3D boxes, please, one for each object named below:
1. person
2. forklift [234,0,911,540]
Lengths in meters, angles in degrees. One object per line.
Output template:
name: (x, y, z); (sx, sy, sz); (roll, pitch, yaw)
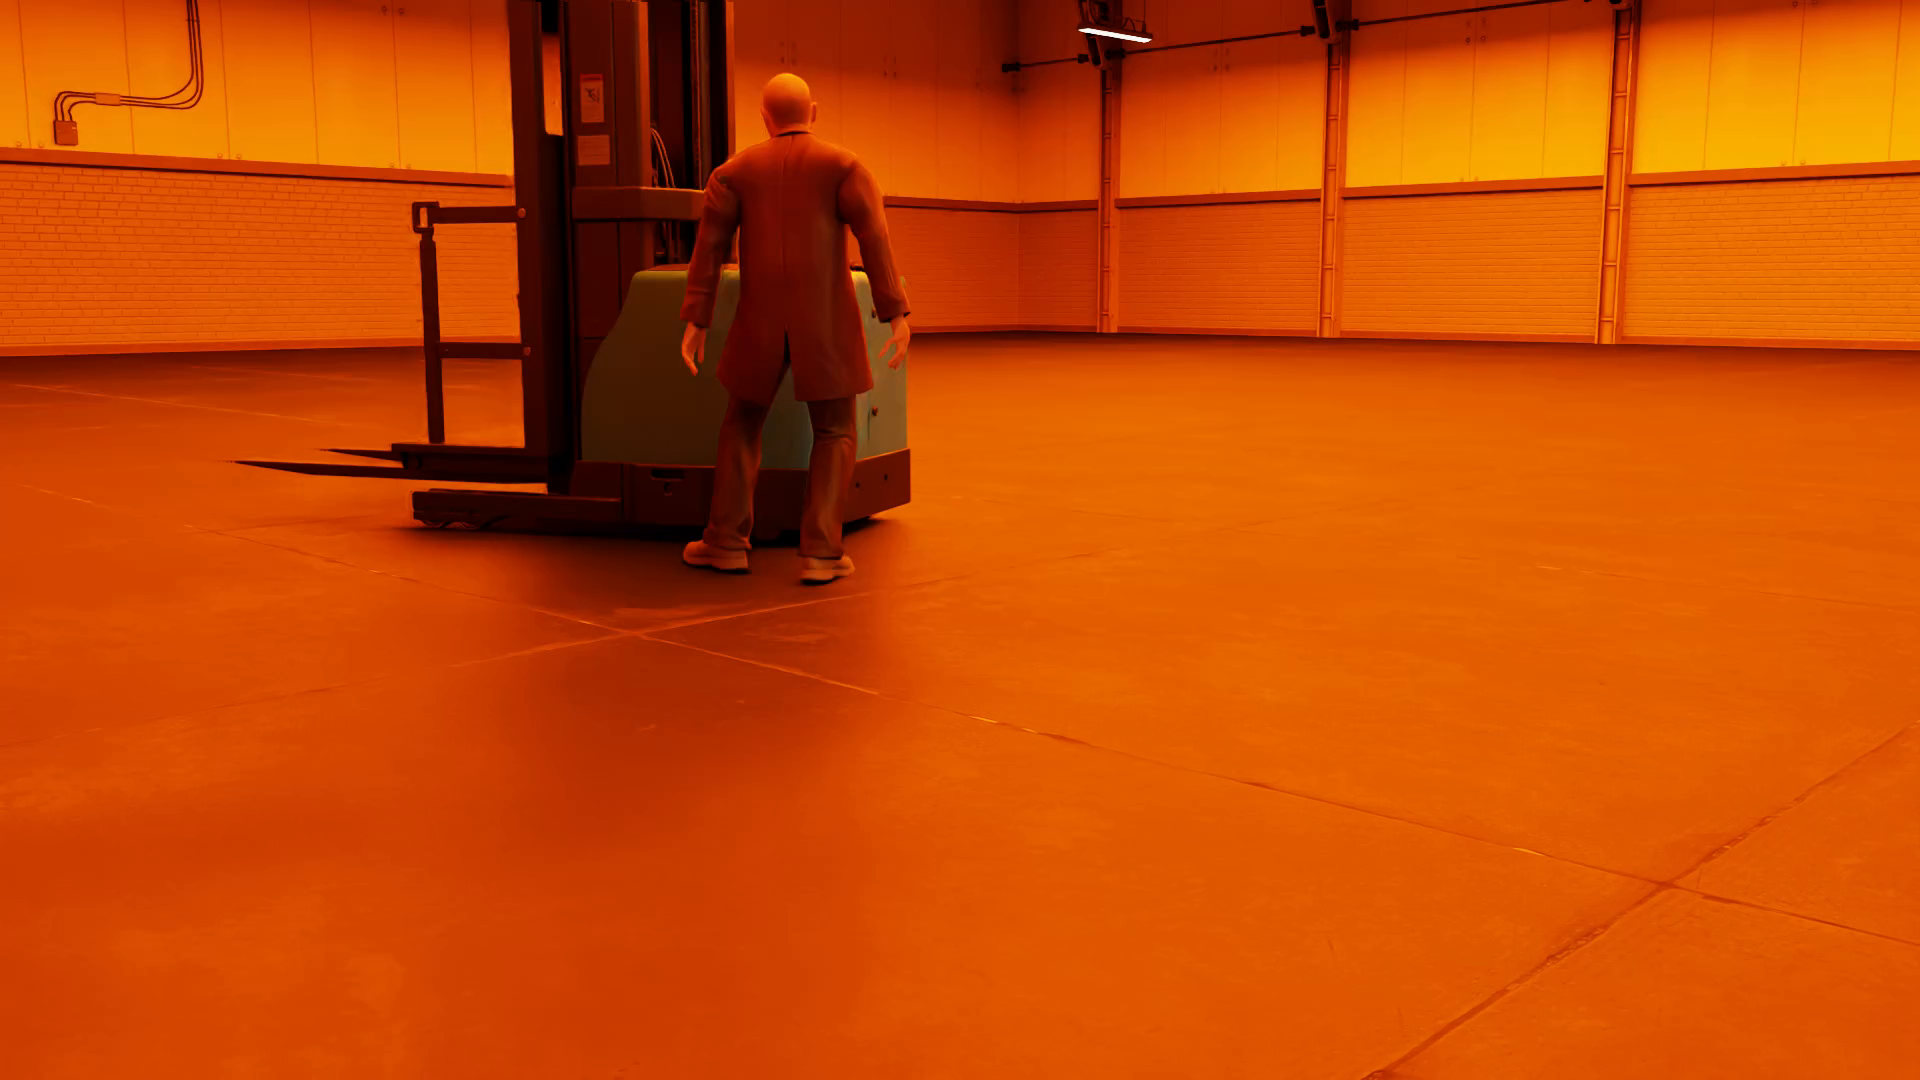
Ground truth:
person: (-0.603, -0.735, 5.796); (0.917, 1.749, 0.451); (2, 9, 11)
forklift: (-1.790, -1.559, 7.225); (3.031, 2.935, 1.130); (3, 9, 20)
